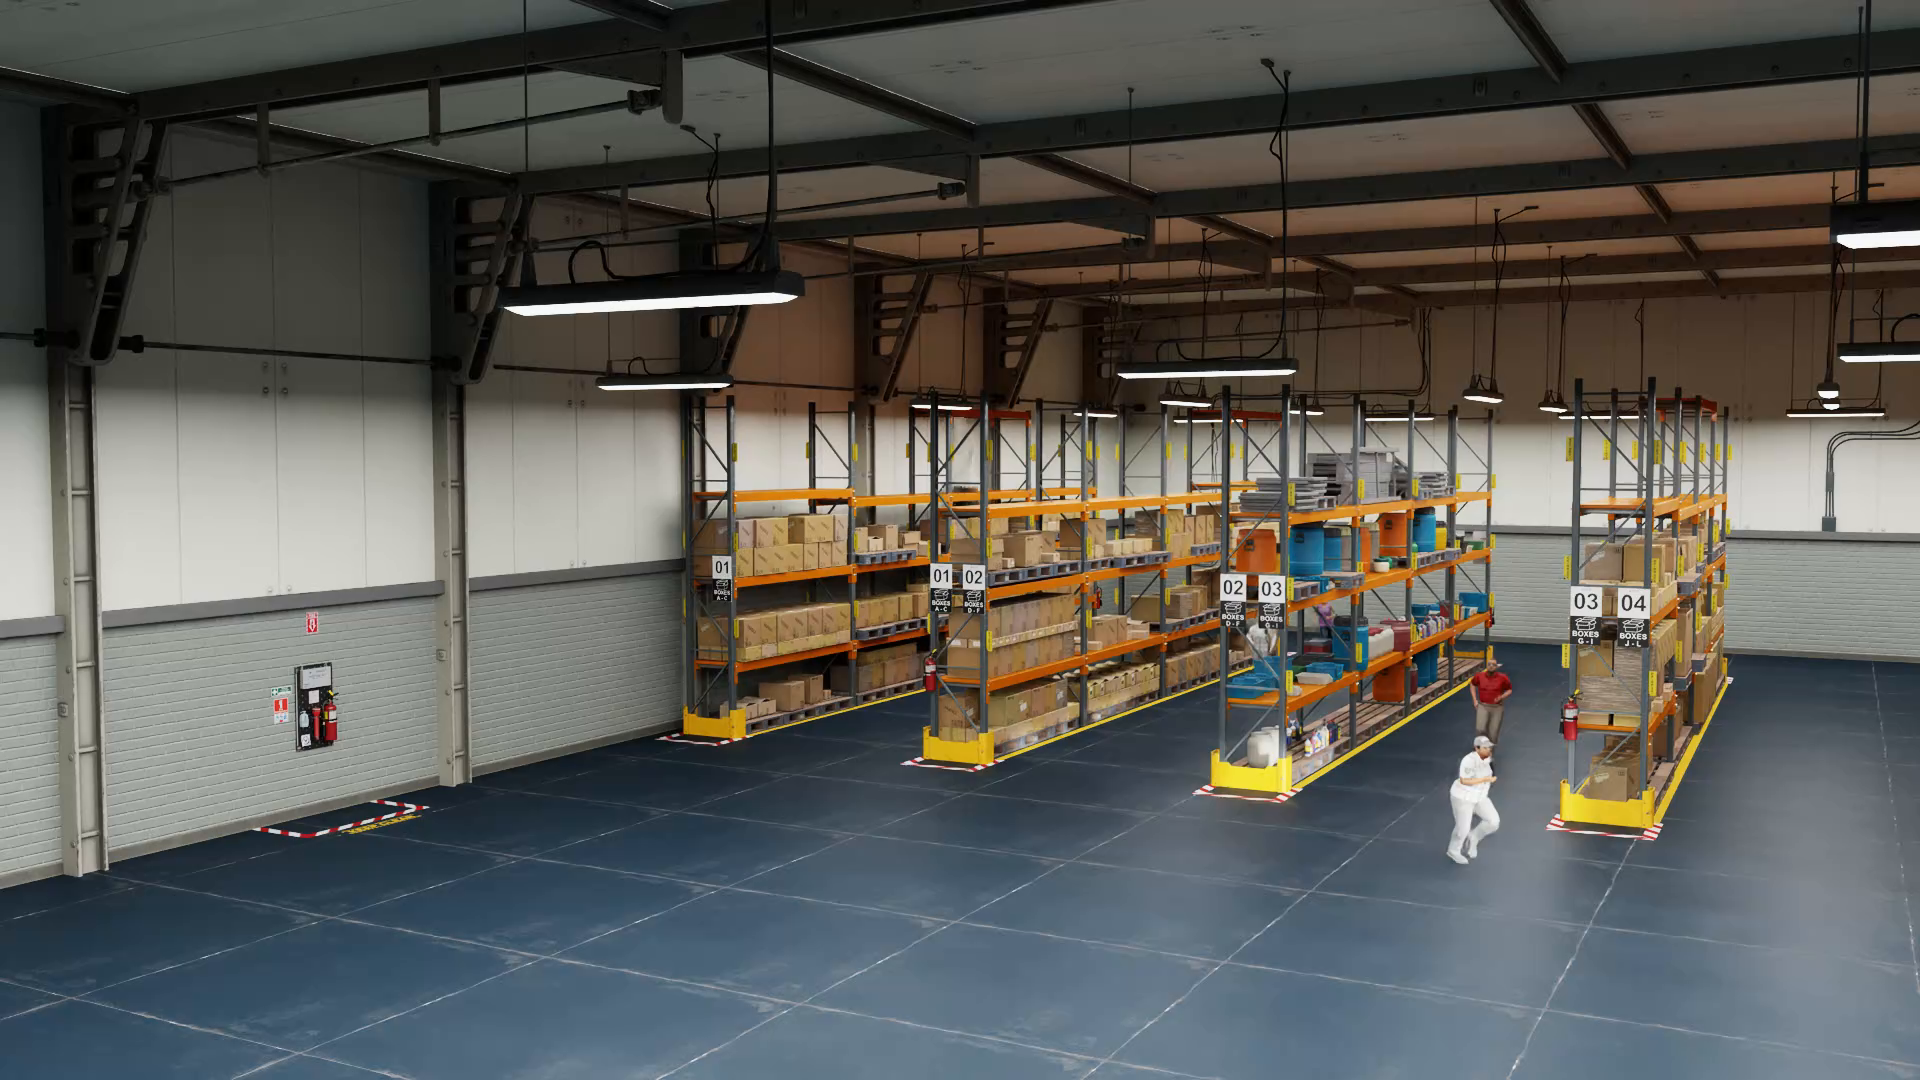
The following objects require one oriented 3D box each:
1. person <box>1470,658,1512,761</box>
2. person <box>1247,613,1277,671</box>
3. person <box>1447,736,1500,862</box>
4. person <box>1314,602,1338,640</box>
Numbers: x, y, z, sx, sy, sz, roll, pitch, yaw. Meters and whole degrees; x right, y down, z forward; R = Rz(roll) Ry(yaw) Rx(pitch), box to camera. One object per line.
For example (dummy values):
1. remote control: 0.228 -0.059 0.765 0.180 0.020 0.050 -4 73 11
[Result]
1. person: 8.552 2.742 26.817 0.662 1.682 0.641 1 3 20
2. person: 6.309 2.346 34.866 0.642 1.683 0.840 1 3 20
3. person: 6.211 3.141 20.098 0.592 1.592 0.787 -2 3 -28
4. person: 8.816 2.093 40.091 0.565 1.572 0.859 1 3 16
